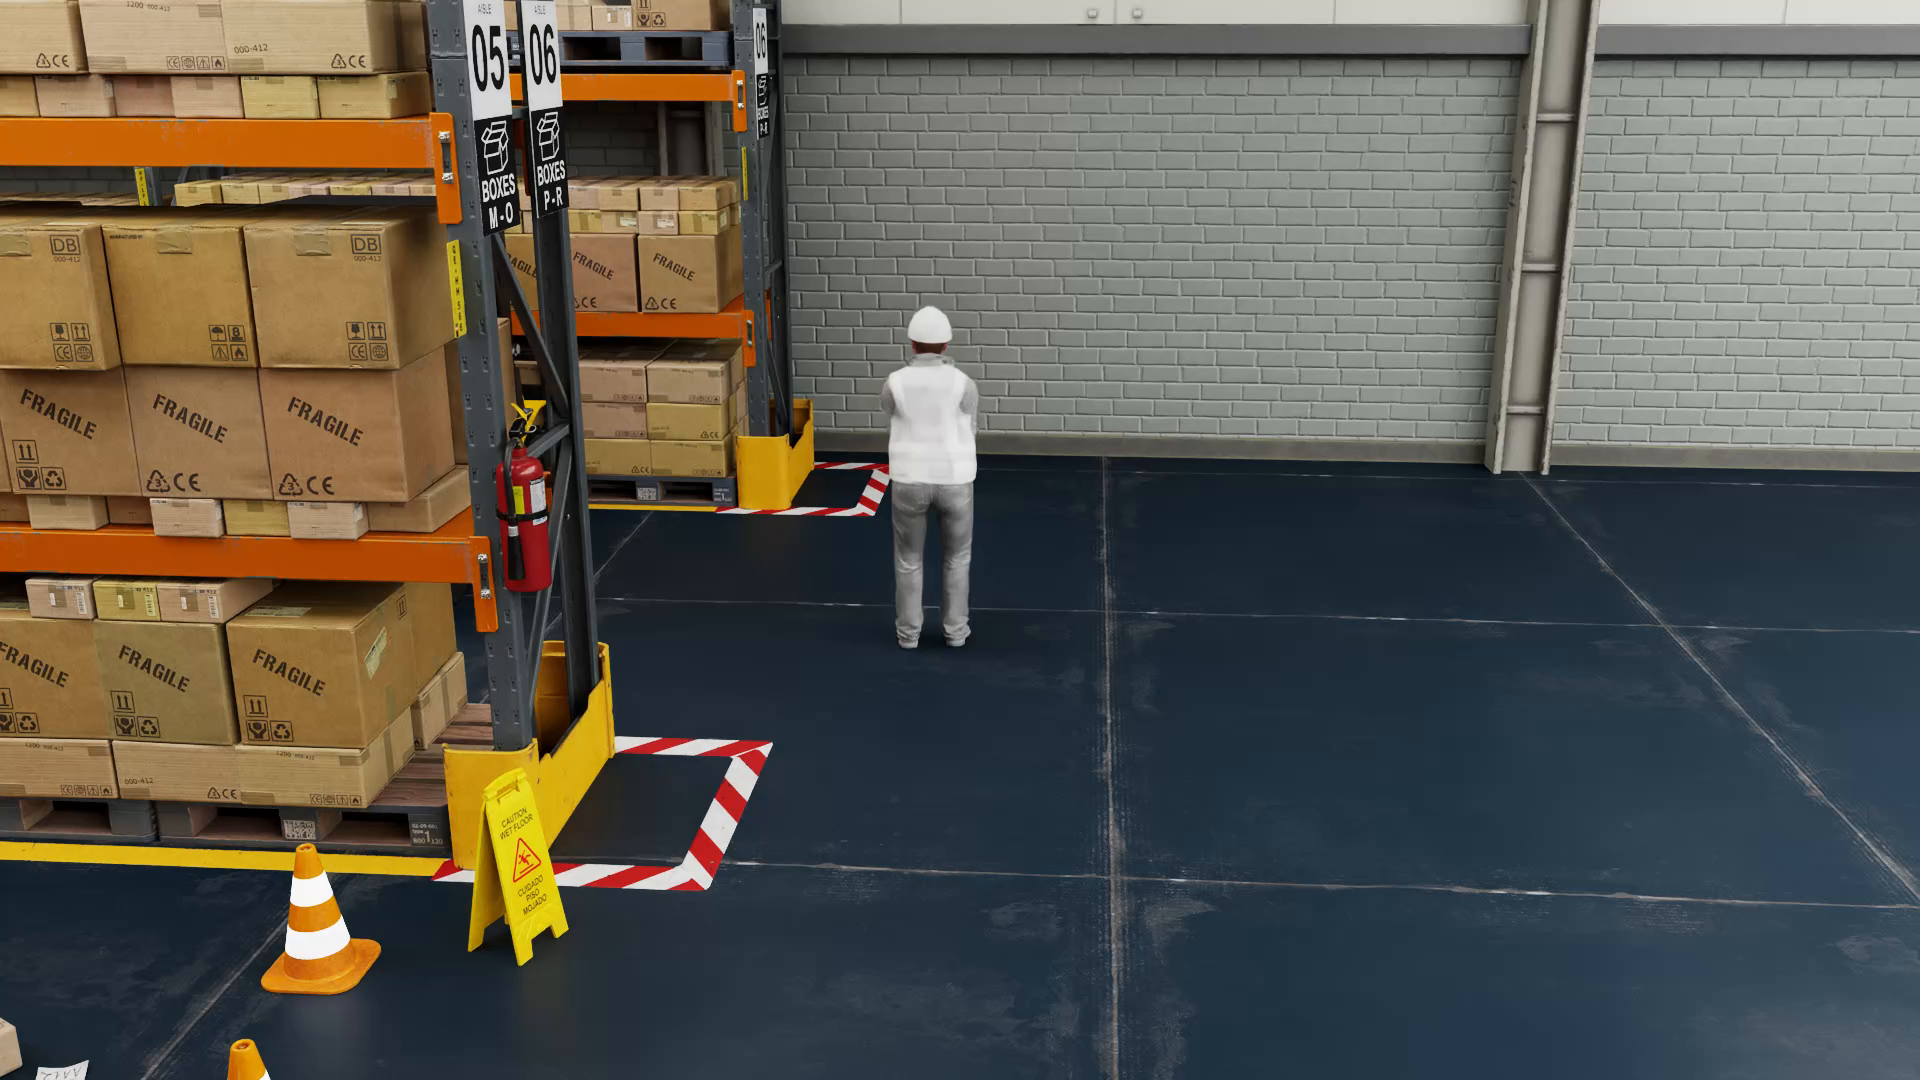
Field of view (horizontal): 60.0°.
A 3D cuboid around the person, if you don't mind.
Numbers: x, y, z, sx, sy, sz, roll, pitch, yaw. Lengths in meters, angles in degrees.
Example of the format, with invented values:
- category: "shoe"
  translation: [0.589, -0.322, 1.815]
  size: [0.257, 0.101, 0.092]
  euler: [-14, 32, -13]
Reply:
- category: "person"
  translation: [-0.153, -0.325, 8.560]
  size: [0.494, 1.762, 0.559]
  euler: [2, 17, 5]
